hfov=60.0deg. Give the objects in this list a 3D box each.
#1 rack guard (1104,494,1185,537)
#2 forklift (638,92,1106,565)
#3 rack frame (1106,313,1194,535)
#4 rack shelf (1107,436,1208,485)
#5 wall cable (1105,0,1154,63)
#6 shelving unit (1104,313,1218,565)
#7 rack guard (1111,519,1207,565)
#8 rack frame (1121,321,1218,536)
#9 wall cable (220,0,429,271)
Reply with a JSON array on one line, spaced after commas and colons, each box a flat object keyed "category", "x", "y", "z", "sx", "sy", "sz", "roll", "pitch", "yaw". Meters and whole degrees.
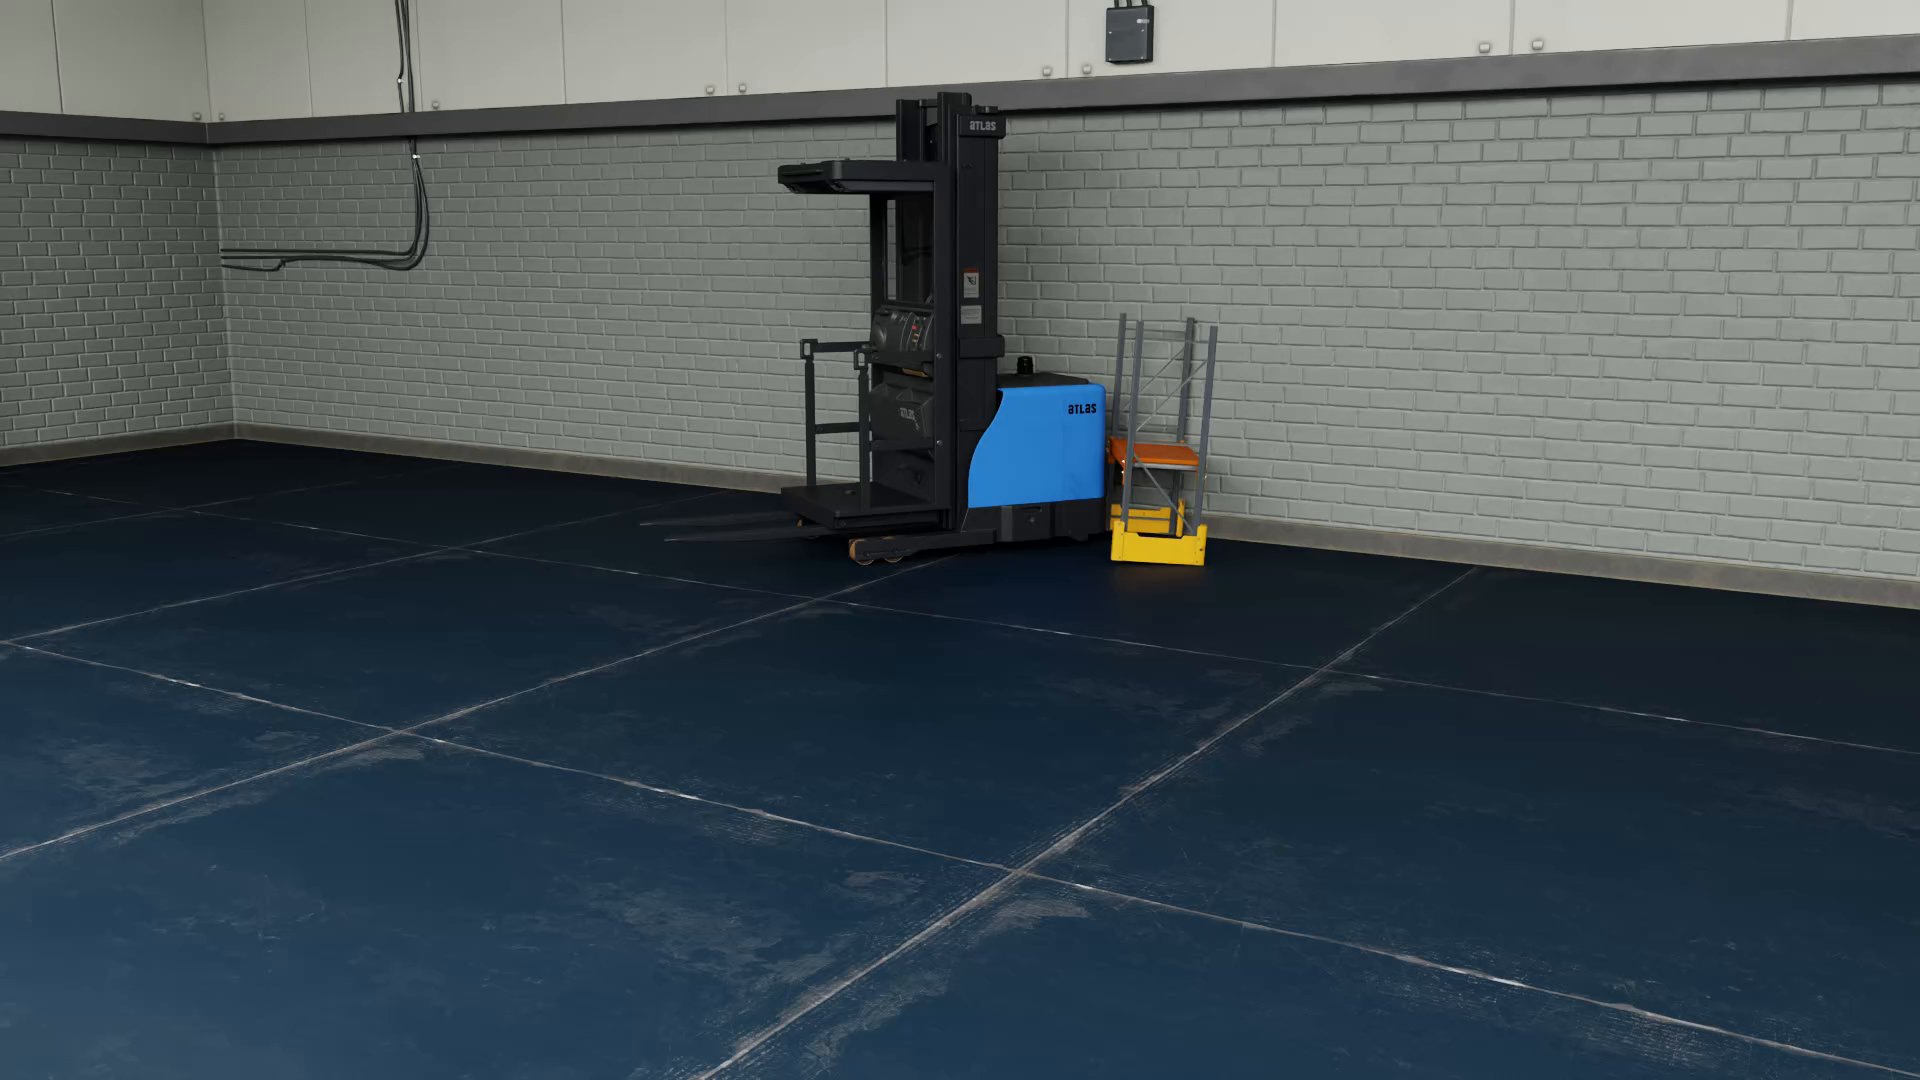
[{"category": "rack guard", "x": 1.250, "y": -0.169, "z": 11.495, "sx": 0.587, "sy": 0.250, "sz": 0.087, "roll": 3, "pitch": 11, "yaw": -1}, {"category": "forklift", "x": -0.568, "y": -1.392, "z": 10.840, "sx": 3.031, "sy": 2.935, "sz": 1.130, "roll": -5, "pitch": 12, "yaw": -24}, {"category": "rack frame", "x": 1.288, "y": -0.786, "z": 11.399, "sx": 0.500, "sy": 1.500, "sz": 0.032, "roll": 3, "pitch": 11, "yaw": -1}, {"category": "rack shelf", "x": 1.281, "y": -0.516, "z": 10.933, "sx": 0.538, "sy": 0.185, "sz": 1.000, "roll": 3, "pitch": 11, "yaw": -1}, {"category": "wall cable", "x": 1.984, "y": -6.073, "z": 10.112, "sx": 2.305, "sy": 6.003, "sz": 0.169, "roll": 6, "pitch": 12, "yaw": 31}, {"category": "shelving unit", "x": 1.292, "y": -0.691, "z": 10.891, "sx": 0.587, "sy": 1.500, "sz": 1.083, "roll": 3, "pitch": 11, "yaw": -1}, {"category": "rack guard", "x": 1.257, "y": 0.014, "z": 10.516, "sx": 0.587, "sy": 0.250, "sz": 0.087, "roll": 3, "pitch": 11, "yaw": -1}, {"category": "rack frame", "x": 1.295, "y": -0.599, "z": 10.400, "sx": 0.500, "sy": 1.500, "sz": 0.032, "roll": 3, "pitch": 11, "yaw": -1}, {"category": "wall cable", "x": -6.121, "y": -3.785, "z": 15.569, "sx": 3.097, "sy": 2.526, "sz": 0.112, "roll": 6, "pitch": 12, "yaw": 31}]
